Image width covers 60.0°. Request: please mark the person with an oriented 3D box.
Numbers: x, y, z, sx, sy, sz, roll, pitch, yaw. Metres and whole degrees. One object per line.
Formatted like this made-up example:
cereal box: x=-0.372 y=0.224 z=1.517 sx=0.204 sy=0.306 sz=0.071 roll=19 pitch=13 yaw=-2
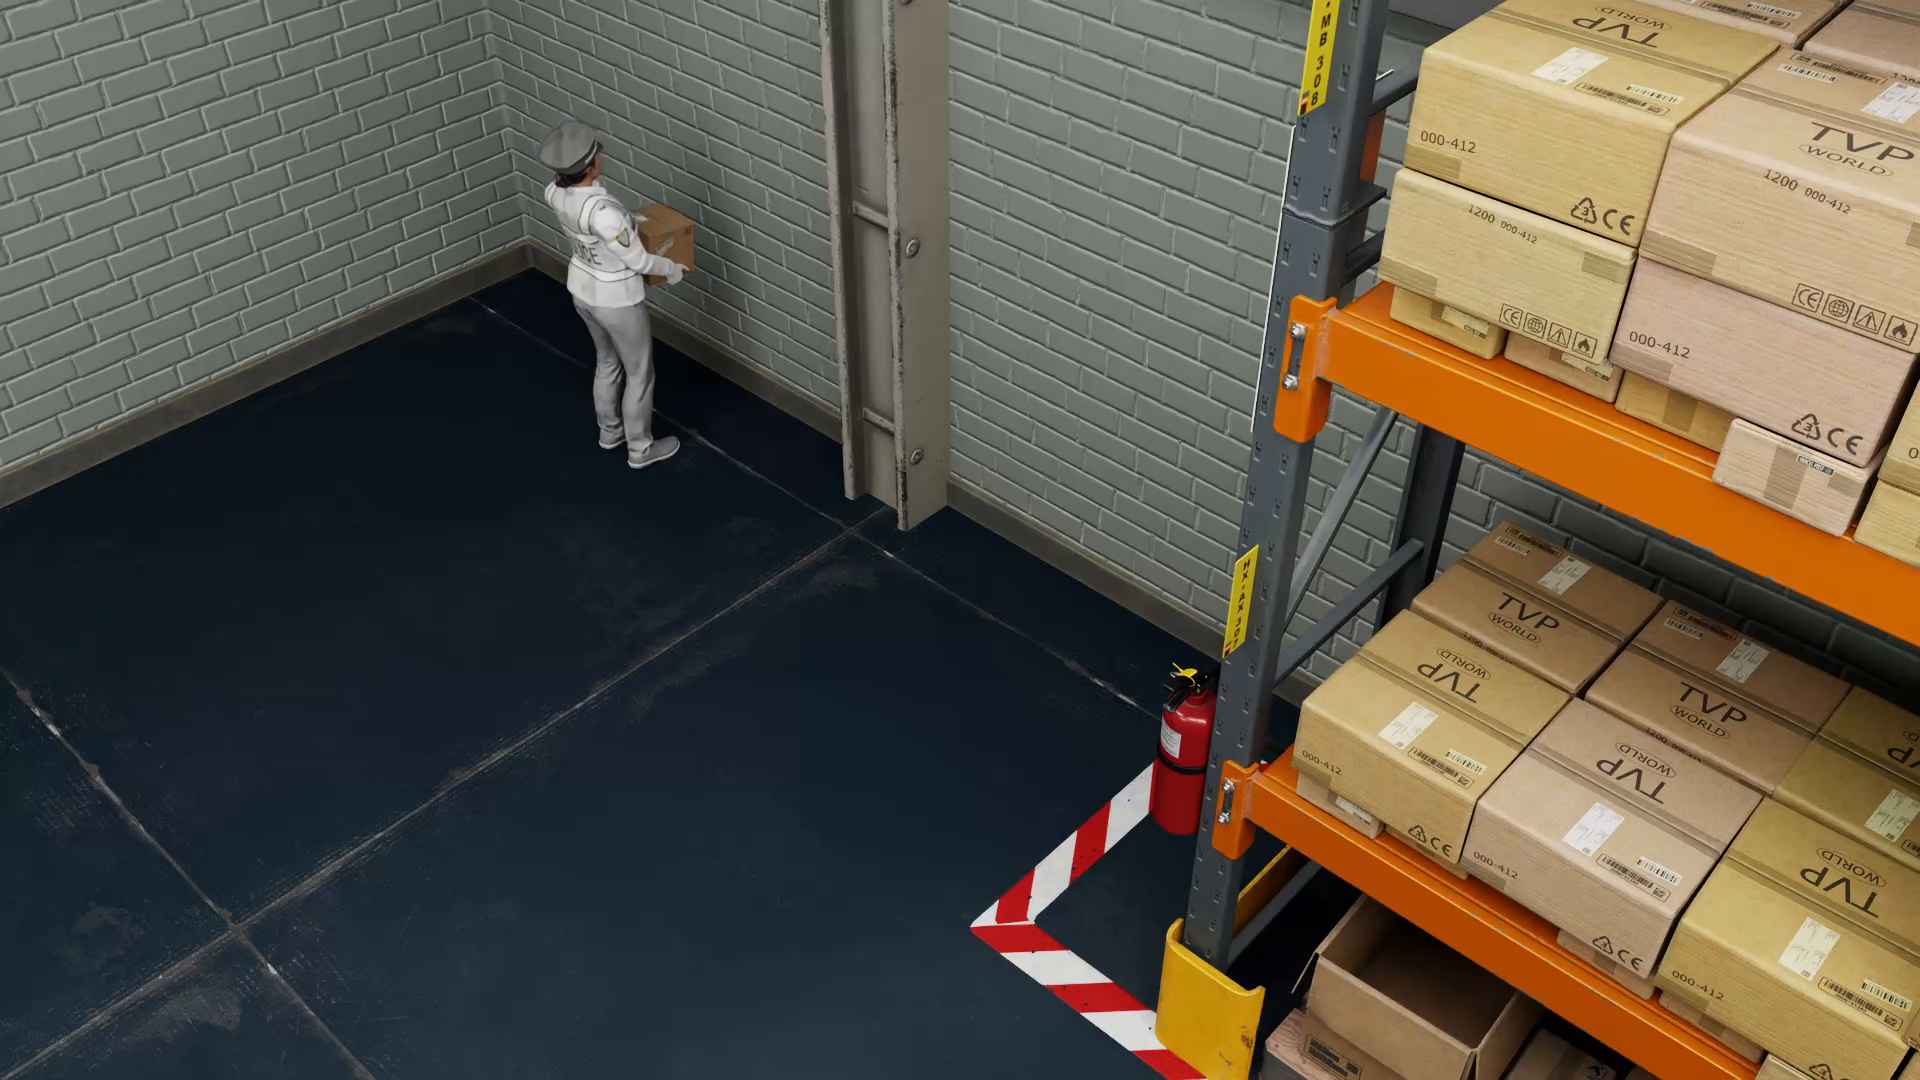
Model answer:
person: x=-1.512 y=-1.115 z=7.488 sx=0.459 sy=1.687 sz=0.547 roll=32 pitch=49 yaw=33
